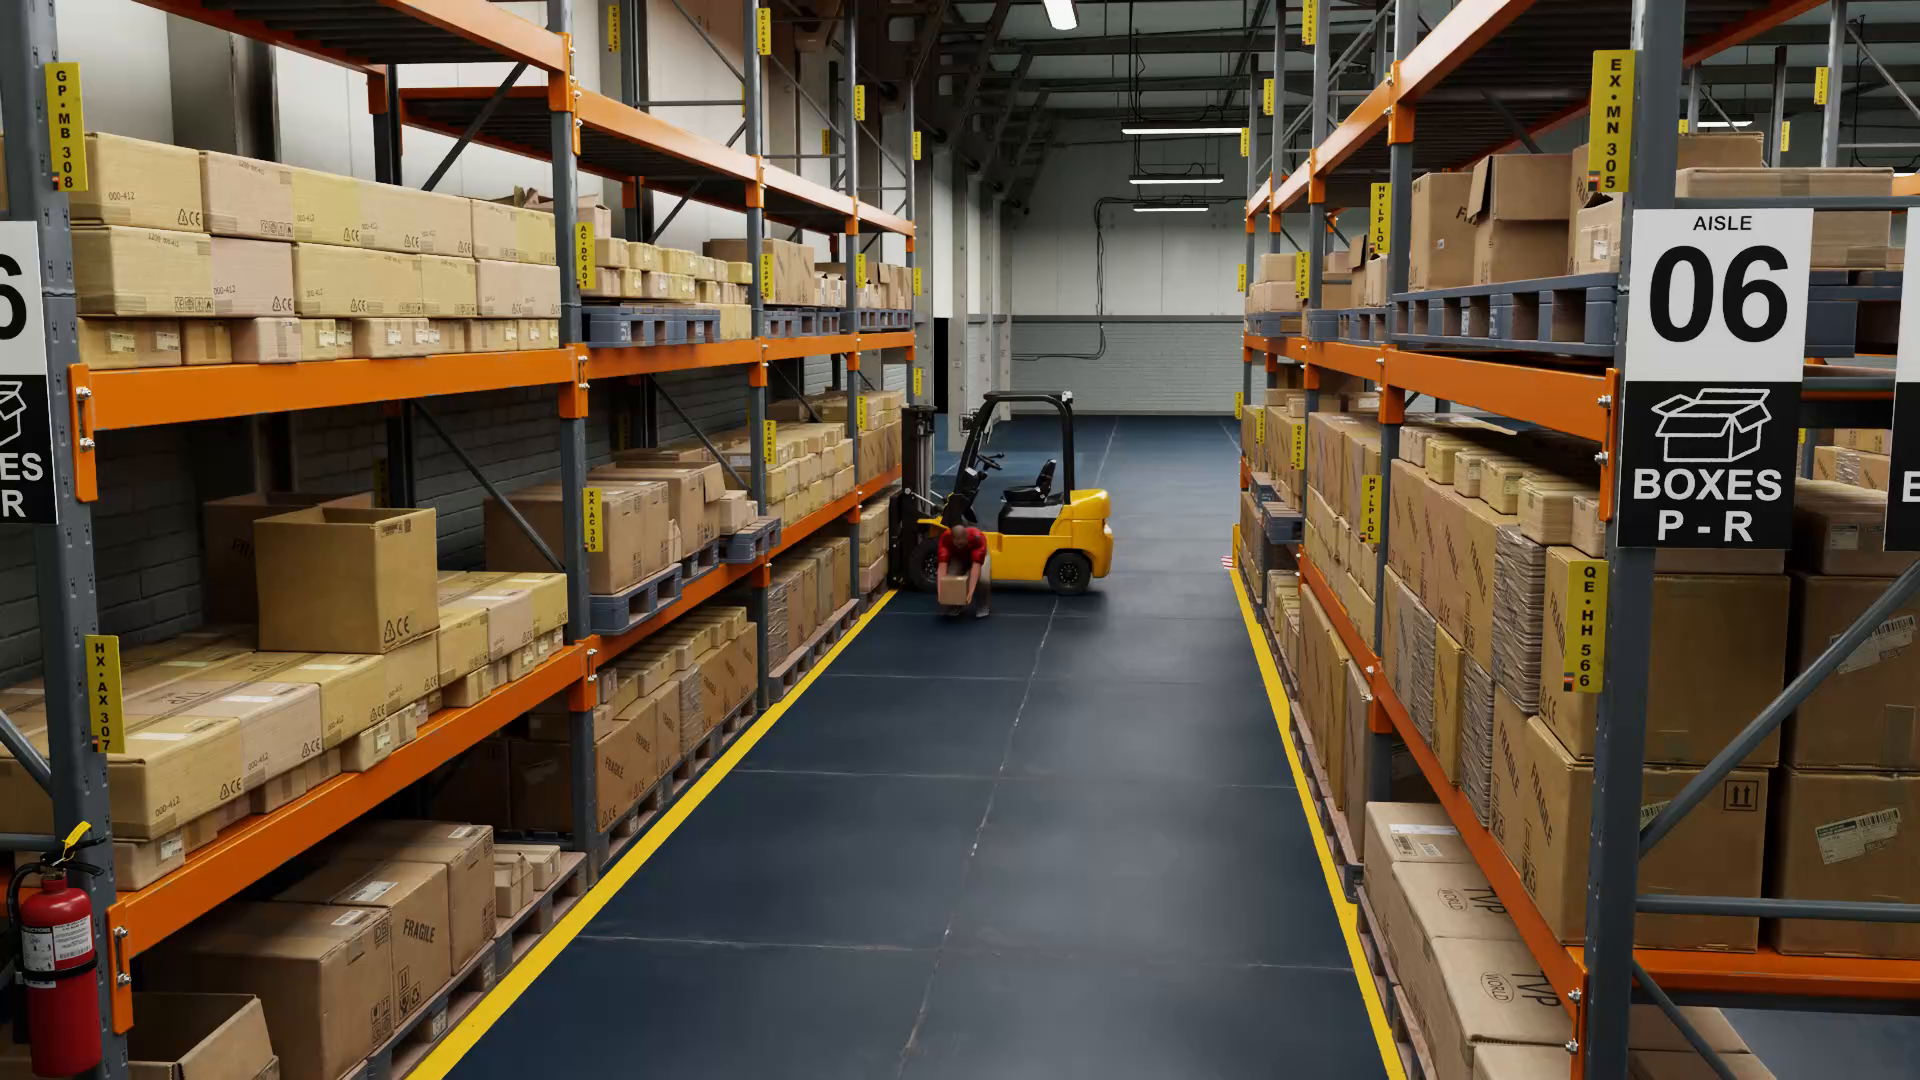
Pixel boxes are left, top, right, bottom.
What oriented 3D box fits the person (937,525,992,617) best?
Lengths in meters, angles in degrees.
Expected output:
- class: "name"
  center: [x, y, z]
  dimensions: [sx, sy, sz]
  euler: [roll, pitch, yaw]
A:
- class: "person"
  center: [0.047, 0.292, 16.540]
  dimensions: [0.539, 0.978, 0.913]
  euler: [2, 8, 14]
